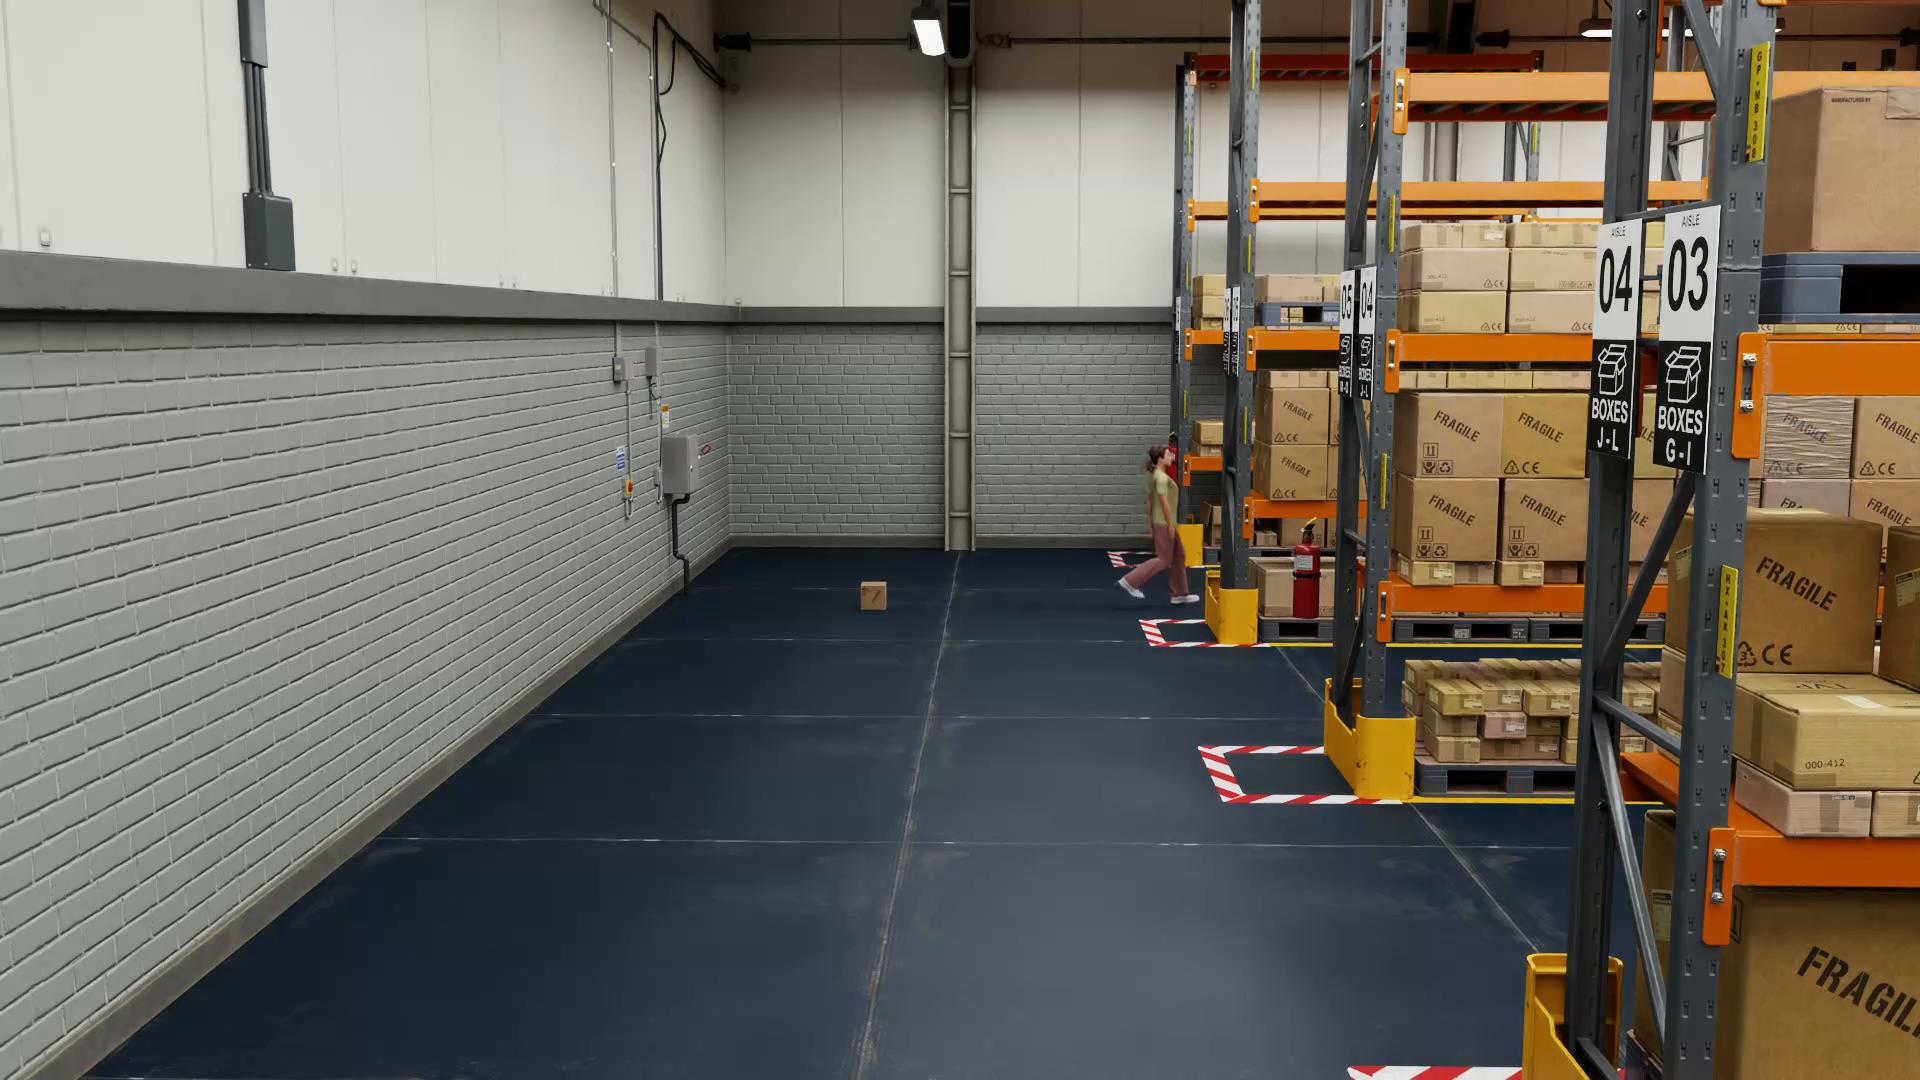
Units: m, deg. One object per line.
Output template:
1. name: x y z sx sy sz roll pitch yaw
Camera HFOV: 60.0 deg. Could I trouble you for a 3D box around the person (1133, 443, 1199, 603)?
1. person: 2.116 -0.166 16.968 0.717 1.650 0.448 -1 7 -5
